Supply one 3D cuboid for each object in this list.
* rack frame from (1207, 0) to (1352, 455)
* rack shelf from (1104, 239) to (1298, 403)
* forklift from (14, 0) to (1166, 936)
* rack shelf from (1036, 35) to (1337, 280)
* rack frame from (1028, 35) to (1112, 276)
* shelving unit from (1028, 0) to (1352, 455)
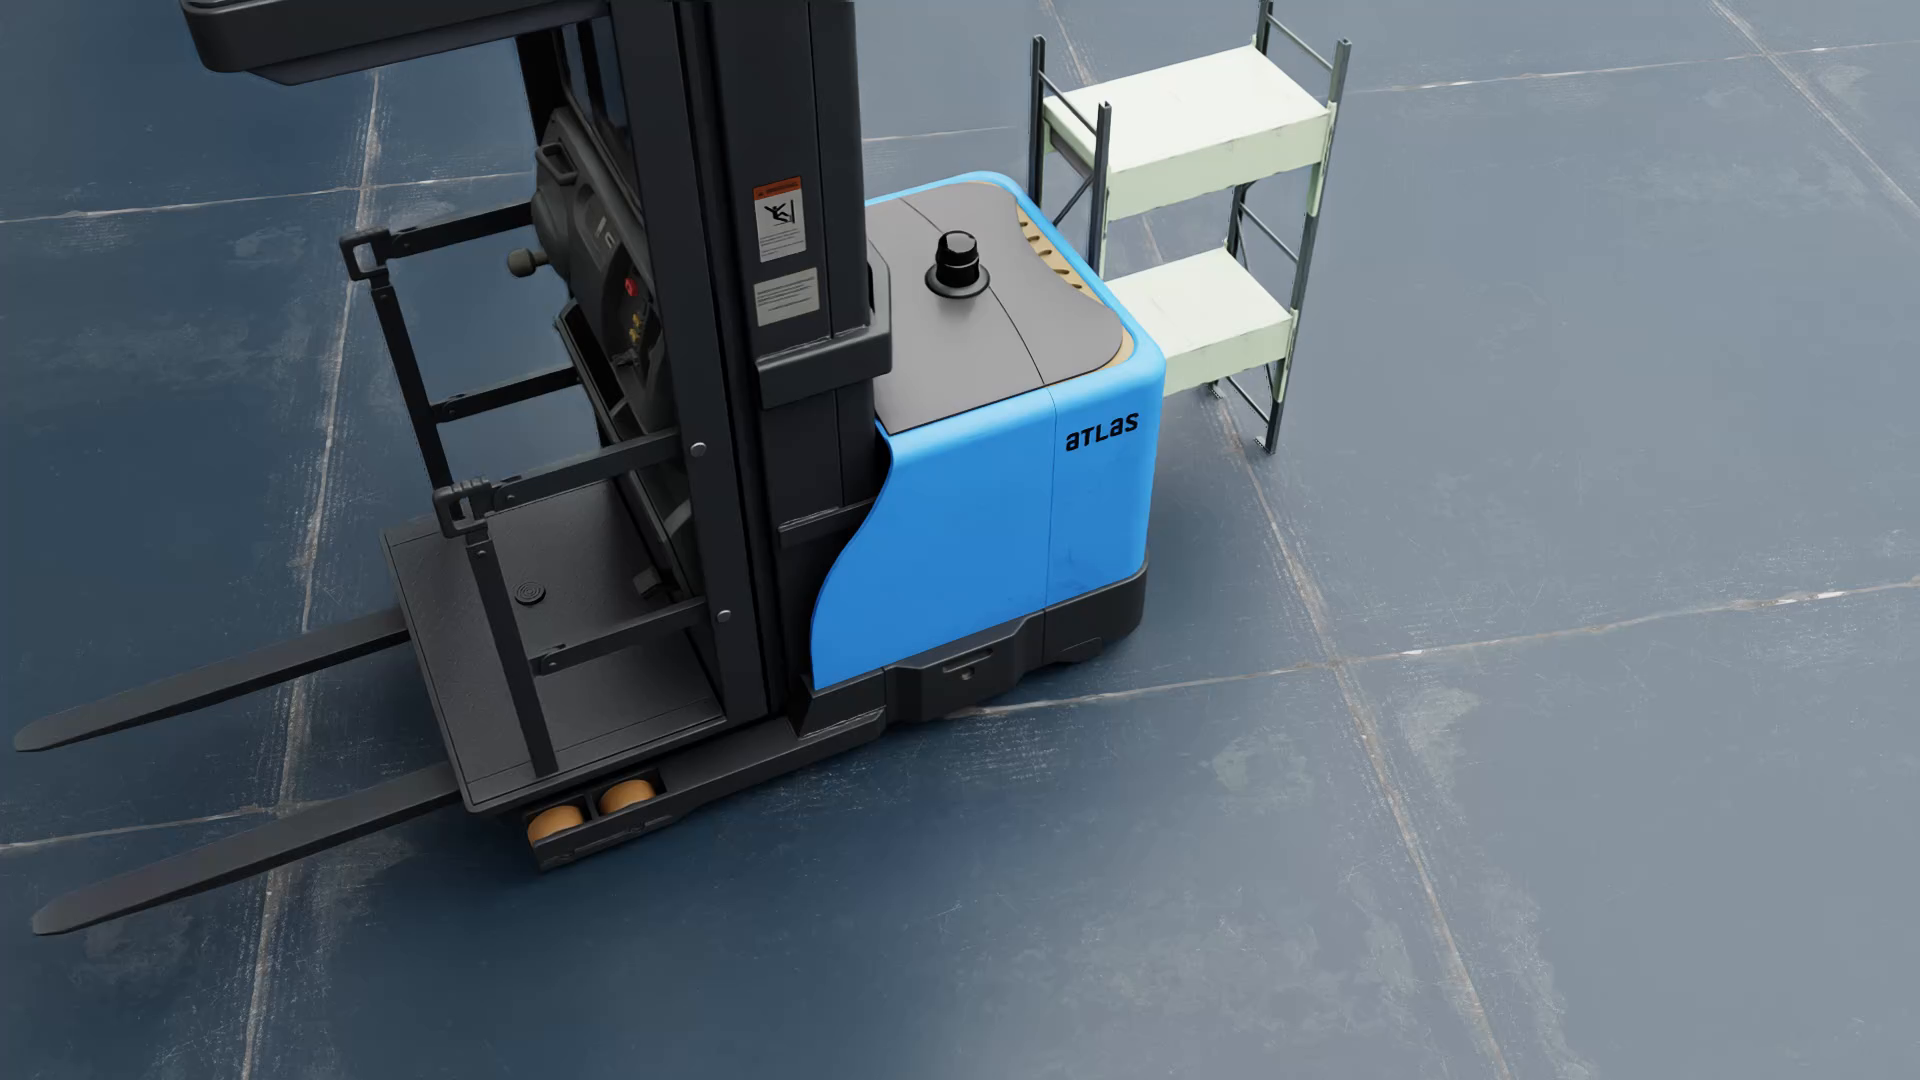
[{"bbox_3d":[0.953,-0.935,5.109,0.023,1.500,0.400,-19,49,-17],"label":"rack frame"},{"bbox_3d":[0.622,-0.595,5.235,0.720,0.370,0.431,-19,49,-17],"label":"rack shelf"},{"bbox_3d":[-1.015,-0.591,3.784,3.031,2.935,1.130,-19,49,-17],"label":"forklift"},{"bbox_3d":[0.622,-1.092,4.719,0.720,0.370,0.431,-19,49,-17],"label":"rack shelf"},{"bbox_3d":[0.292,-0.708,4.891,0.023,1.500,0.400,-19,49,-17],"label":"rack frame"},{"bbox_3d":[0.622,-0.821,5.000,0.755,1.500,0.431,-19,49,-17],"label":"shelving unit"}]
